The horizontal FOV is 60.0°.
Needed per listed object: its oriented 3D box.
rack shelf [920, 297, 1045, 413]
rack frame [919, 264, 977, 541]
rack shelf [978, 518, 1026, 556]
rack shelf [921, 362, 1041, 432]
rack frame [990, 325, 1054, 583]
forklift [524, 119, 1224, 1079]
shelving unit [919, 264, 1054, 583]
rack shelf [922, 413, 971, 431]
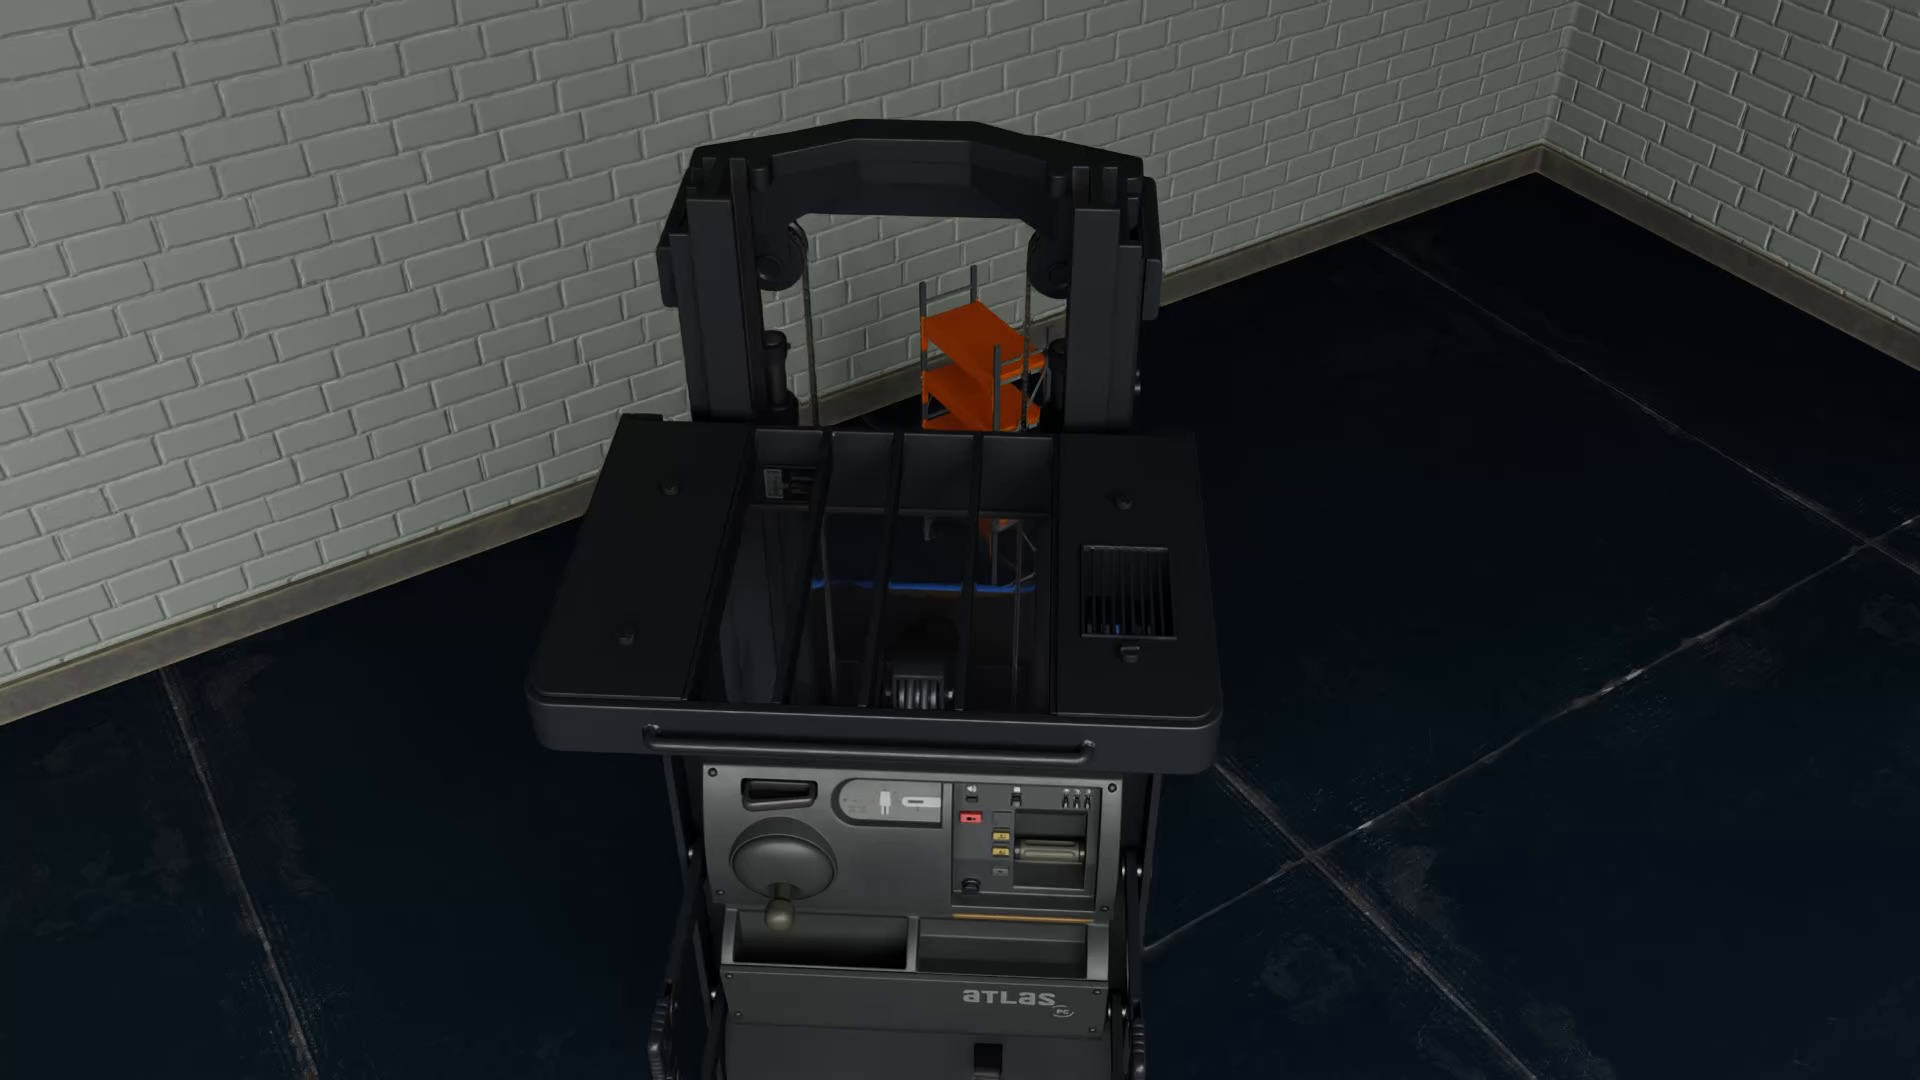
[{"bbox_3d":[0.089,-0.673,6.007,0.258,0.148,0.480,-22,45,-24],"label":"rack shelf"},{"bbox_3d":[-0.042,-0.503,6.417,0.240,1.200,0.015,-22,45,-24],"label":"rack frame"},{"bbox_3d":[0.089,-0.167,6.429,0.258,0.148,0.480,-22,45,-24],"label":"rack shelf"},{"bbox_3d":[0.089,-0.492,6.159,0.258,0.148,0.480,-22,45,-24],"label":"rack shelf"},{"bbox_3d":[0.220,-0.240,6.101,0.240,1.200,0.015,-22,45,-24],"label":"rack frame"},{"bbox_3d":[-0.117,0.761,3.547,1.130,2.935,3.031,2,40,2],"label":"forklift"},{"bbox_3d":[0.089,-0.372,6.259,0.258,1.200,0.503,-22,45,-24],"label":"shelving unit"},{"bbox_3d":[0.089,-0.320,6.302,0.258,0.148,0.480,-22,45,-24],"label":"rack shelf"}]
